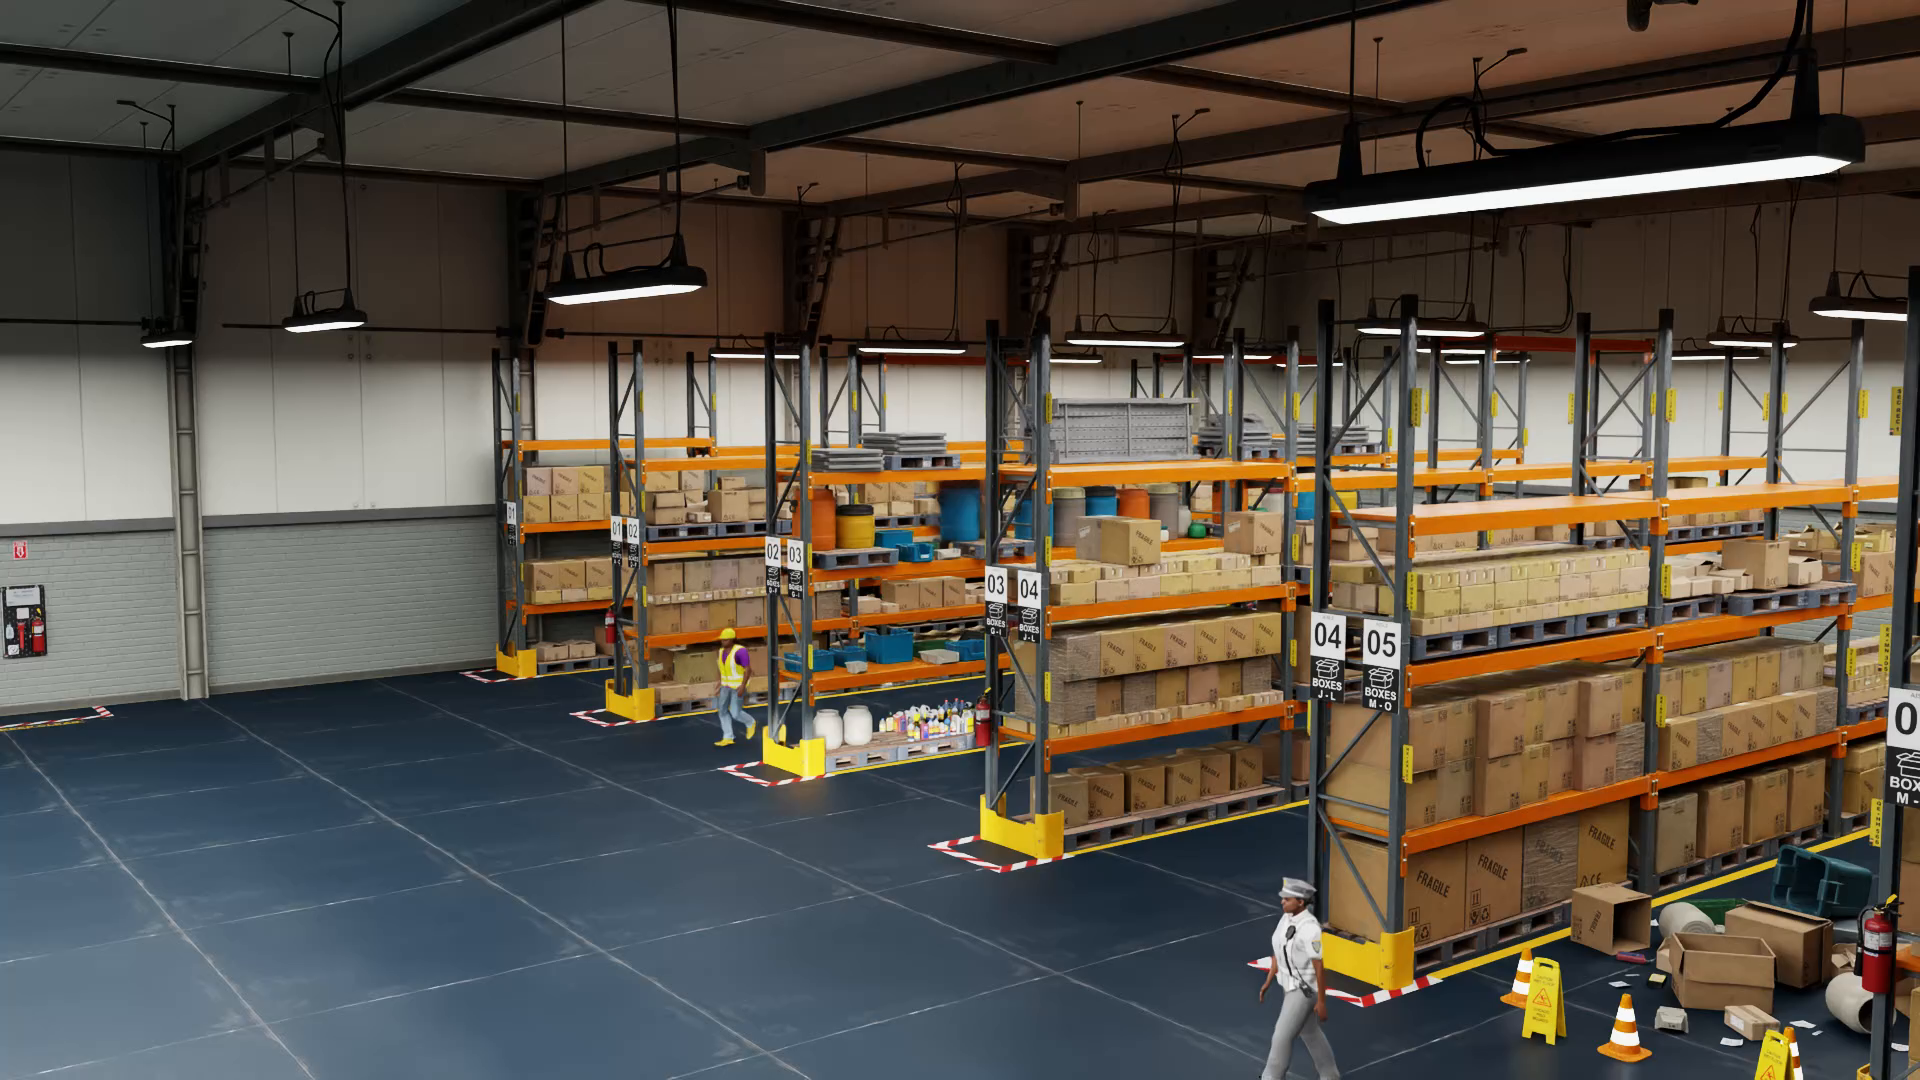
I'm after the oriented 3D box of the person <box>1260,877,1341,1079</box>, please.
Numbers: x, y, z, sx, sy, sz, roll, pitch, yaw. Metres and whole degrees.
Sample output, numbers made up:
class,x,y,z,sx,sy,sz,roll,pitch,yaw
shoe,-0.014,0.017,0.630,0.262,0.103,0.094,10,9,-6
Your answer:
class,x,y,z,sx,sy,sz,roll,pitch,yaw
person,2.386,3.264,12.077,0.882,1.641,0.493,-1,5,-9

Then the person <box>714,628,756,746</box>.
class,x,y,z,sx,sy,sz,roll,pitch,yaw
person,-3.309,2.149,24.538,0.659,1.743,0.656,4,6,37
